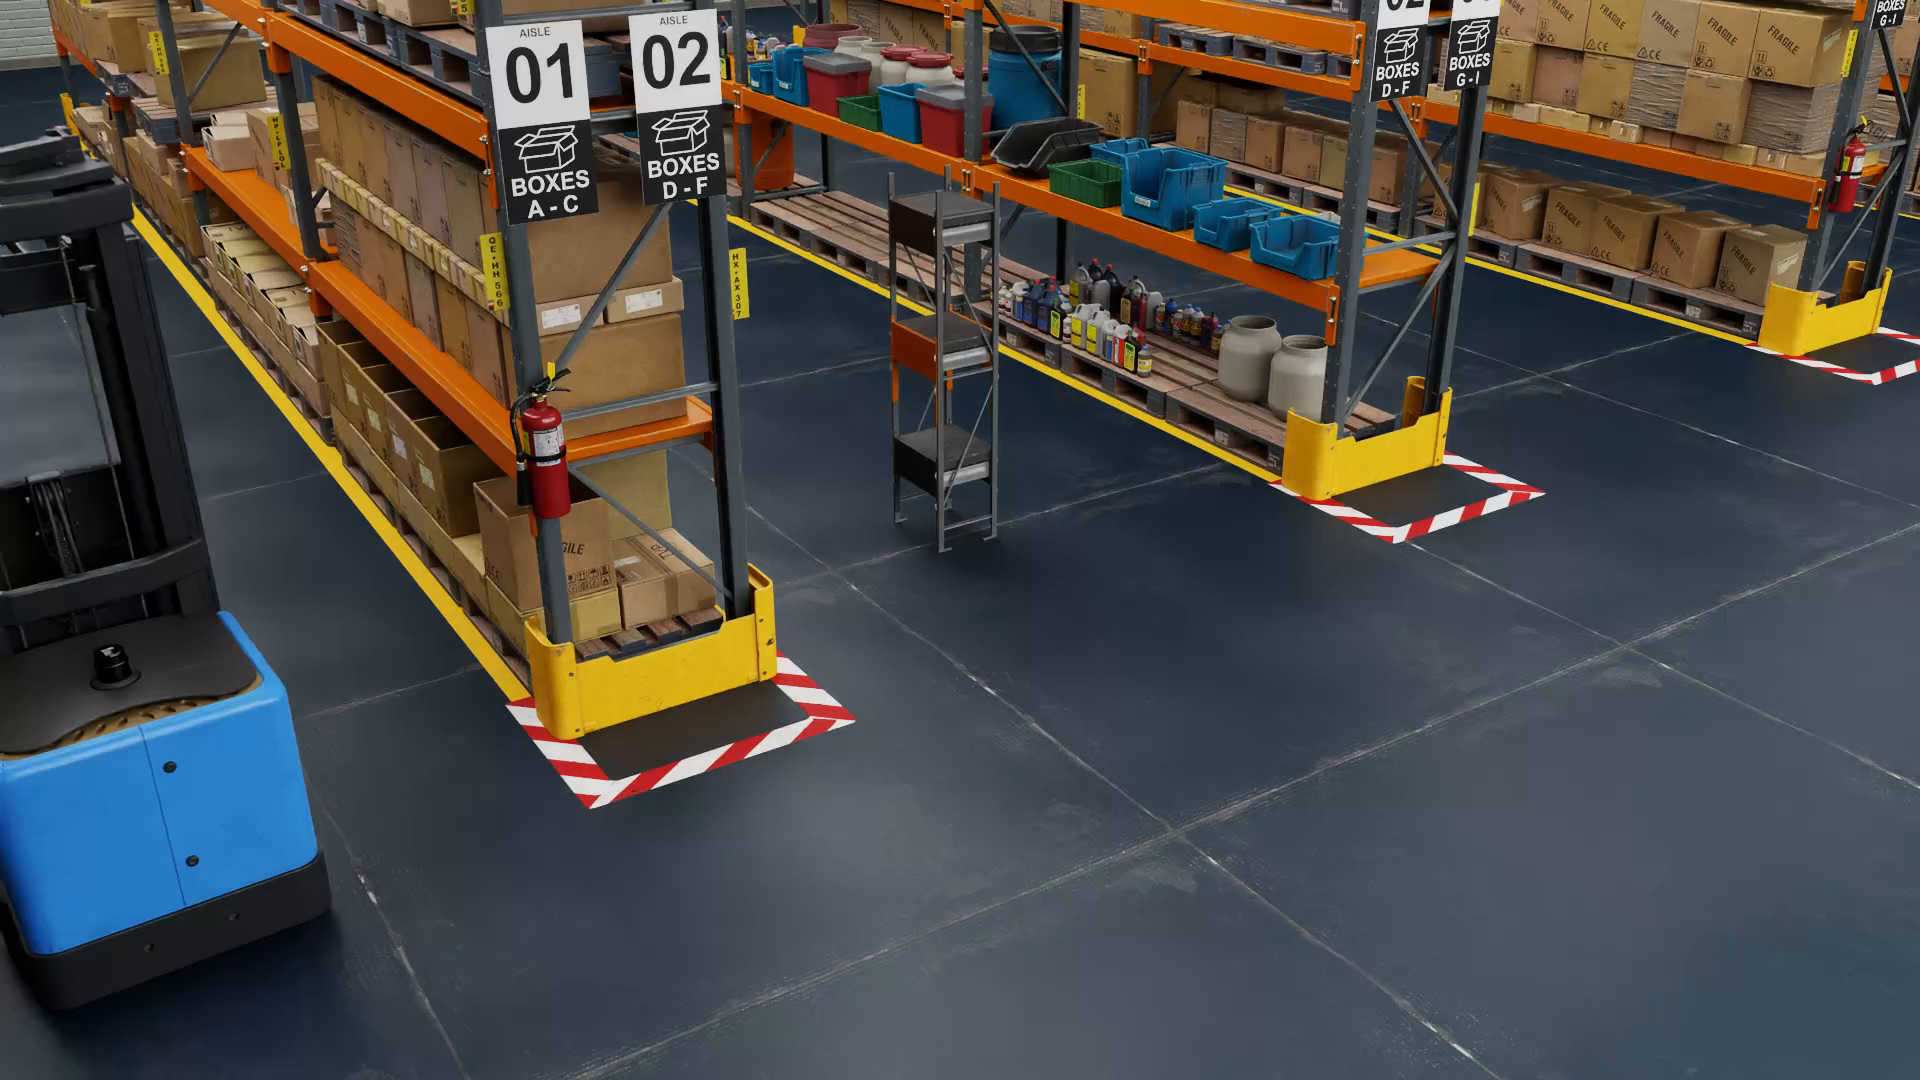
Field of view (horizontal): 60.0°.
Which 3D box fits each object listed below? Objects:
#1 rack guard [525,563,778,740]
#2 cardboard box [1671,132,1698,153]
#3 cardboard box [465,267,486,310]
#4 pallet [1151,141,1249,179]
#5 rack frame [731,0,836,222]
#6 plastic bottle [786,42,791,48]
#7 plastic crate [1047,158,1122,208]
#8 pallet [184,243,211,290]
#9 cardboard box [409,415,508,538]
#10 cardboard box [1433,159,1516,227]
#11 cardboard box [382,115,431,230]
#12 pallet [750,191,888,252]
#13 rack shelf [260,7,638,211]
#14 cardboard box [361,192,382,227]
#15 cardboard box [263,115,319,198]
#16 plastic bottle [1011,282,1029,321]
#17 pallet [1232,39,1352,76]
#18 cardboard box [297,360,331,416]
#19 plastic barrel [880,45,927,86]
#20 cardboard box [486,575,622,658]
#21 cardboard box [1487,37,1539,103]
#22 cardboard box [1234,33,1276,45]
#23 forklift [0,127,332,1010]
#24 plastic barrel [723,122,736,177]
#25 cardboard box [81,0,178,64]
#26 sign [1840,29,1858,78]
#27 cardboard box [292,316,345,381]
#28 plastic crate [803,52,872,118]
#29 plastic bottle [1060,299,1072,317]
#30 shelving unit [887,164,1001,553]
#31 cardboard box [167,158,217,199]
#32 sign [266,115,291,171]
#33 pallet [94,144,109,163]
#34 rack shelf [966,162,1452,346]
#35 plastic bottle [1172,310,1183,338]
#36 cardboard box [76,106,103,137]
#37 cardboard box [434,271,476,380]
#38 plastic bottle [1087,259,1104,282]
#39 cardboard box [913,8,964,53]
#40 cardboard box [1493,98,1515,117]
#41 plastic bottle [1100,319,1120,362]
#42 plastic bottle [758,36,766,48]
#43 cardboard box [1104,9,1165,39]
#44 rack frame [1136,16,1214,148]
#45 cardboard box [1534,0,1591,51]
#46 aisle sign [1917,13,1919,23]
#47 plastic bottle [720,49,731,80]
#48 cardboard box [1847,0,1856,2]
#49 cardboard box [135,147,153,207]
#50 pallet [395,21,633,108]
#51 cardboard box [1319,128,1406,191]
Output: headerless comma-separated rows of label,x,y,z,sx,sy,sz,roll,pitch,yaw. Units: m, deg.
rack guard,-1.474,0.523,8.057,1.175,0.500,0.348,-16,29,-30
cardboard box,5.945,-3.223,13.357,0.380,0.149,0.250,-16,29,-30
cardboard box,-2.139,-1.232,7.968,0.380,0.149,0.250,-16,30,-30
pallet,2.873,-4.244,18.493,1.003,0.211,1.213,-16,29,-30
rack frame,-1.702,-4.631,16.045,1.000,3.000,0.127,-16,29,-30
plastic bottle,-1.708,-4.850,16.661,0.097,0.271,0.097,0,25,0
plastic crate,0.986,-2.553,11.892,0.450,0.188,0.662,-16,29,-30
pallet,-6.230,-2.492,14.782,1.003,0.211,1.213,-16,29,-30
cardboard box,-2.587,-0.378,8.888,0.500,0.500,0.500,-16,29,-30
cardboard box,4.816,-3.261,15.581,0.500,0.500,0.500,-17,30,-31
cardboard box,-2.601,-1.983,8.800,0.700,0.500,0.500,-16,29,-30
pallet,-1.312,-3.083,16.034,1.003,0.211,1.213,-16,29,-30
rack shelf,-2.579,-2.363,8.570,1.077,0.370,4.000,-16,29,-30
cardboard box,-3.128,-1.879,9.340,0.380,0.149,0.250,-17,30,-31
cardboard box,-4.637,-2.738,11.919,0.500,0.500,0.500,-15,29,-29
plastic bottle,0.487,-1.842,12.813,0.152,0.276,0.135,-14,29,-28
pallet,3.563,-5.000,17.051,1.003,0.211,1.213,-16,29,-30
cardboard box,-4.140,-1.074,11.240,0.500,0.250,0.500,-16,30,-30
plastic barrel,-0.494,-4.072,14.702,0.433,0.535,0.433,0,25,0
cardboard box,-2.028,0.314,8.299,0.500,0.250,0.500,-16,29,-30
cardboard box,5.069,-4.171,14.607,0.875,0.500,0.500,-16,29,-30
cardboard box,3.170,-5.254,17.049,0.500,0.250,0.500,-16,30,-31
forklift,-3.754,-0.199,6.739,1.130,2.935,3.031,-18,30,-33
plastic barrel,-2.367,-4.048,17.233,0.421,0.512,0.421,0,25,0
cardboard box,-7.967,-4.922,16.053,0.500,0.500,0.700,18,31,33
sign,6.339,-3.468,11.855,0.100,0.325,0.005,-16,29,-30
cardboard box,-4.132,-1.325,11.115,0.500,0.311,0.500,-16,29,-30
plastic crate,-1.076,-4.010,14.656,0.402,0.464,0.583,-16,29,-30
plastic bottle,0.789,-1.668,12.451,0.097,0.271,0.097,0,25,0
shelving unit,-0.090,-1.009,9.427,0.431,2.100,0.503,-16,29,-30
cardboard box,-6.596,-3.184,14.516,0.500,0.250,0.500,-14,29,-28
sign,-4.120,-2.405,10.066,0.100,0.325,0.005,-16,29,-30
pallet,-9.082,-4.330,18.675,1.003,0.211,1.213,-16,29,-30
rack shelf,1.573,-2.159,11.653,1.077,0.370,4.000,-16,29,-30
plastic bottle,1.641,-1.618,12.425,0.097,0.201,0.097,0,25,0
cardboard box,-9.890,-4.855,19.226,0.500,0.250,0.500,-16,29,-30
cardboard box,-2.288,-1.197,8.655,0.700,0.500,0.500,-15,29,-29
plastic bottle,1.074,-2.038,13.140,0.144,0.351,0.185,-16,30,-31
cardboard box,-0.029,-6.699,22.424,0.875,0.875,0.875,-16,29,-30
cardboard box,4.926,-3.831,14.645,0.380,0.149,0.250,-16,29,-30
plastic bottle,1.105,-1.437,11.956,0.152,0.276,0.135,-16,30,-31
plastic bottle,-2.012,-5.002,16.982,0.097,0.271,0.097,0,25,0
cardboard box,1.971,-5.949,18.720,0.500,0.500,0.500,-15,29,-28
rack frame,2.448,-5.785,18.490,1.000,3.000,0.127,-16,29,-30
cardboard box,5.211,-4.408,13.938,0.500,0.500,0.500,-16,29,-30
aisle sign,7.100,-4.147,11.975,0.394,0.787,0.004,-16,29,-30
plastic bottle,-2.280,-4.623,16.166,0.061,0.283,0.133,-16,29,-30
cardboard box,9.412,-5.720,16.913,0.875,0.550,0.550,-16,29,-30
cardboard box,-7.678,-3.559,16.188,0.500,0.500,0.500,-15,29,-29
pallet,-1.851,-2.192,7.468,1.003,0.211,1.213,-16,29,-30
cardboard box,4.069,-3.822,16.746,0.700,0.500,0.500,-16,29,-30
